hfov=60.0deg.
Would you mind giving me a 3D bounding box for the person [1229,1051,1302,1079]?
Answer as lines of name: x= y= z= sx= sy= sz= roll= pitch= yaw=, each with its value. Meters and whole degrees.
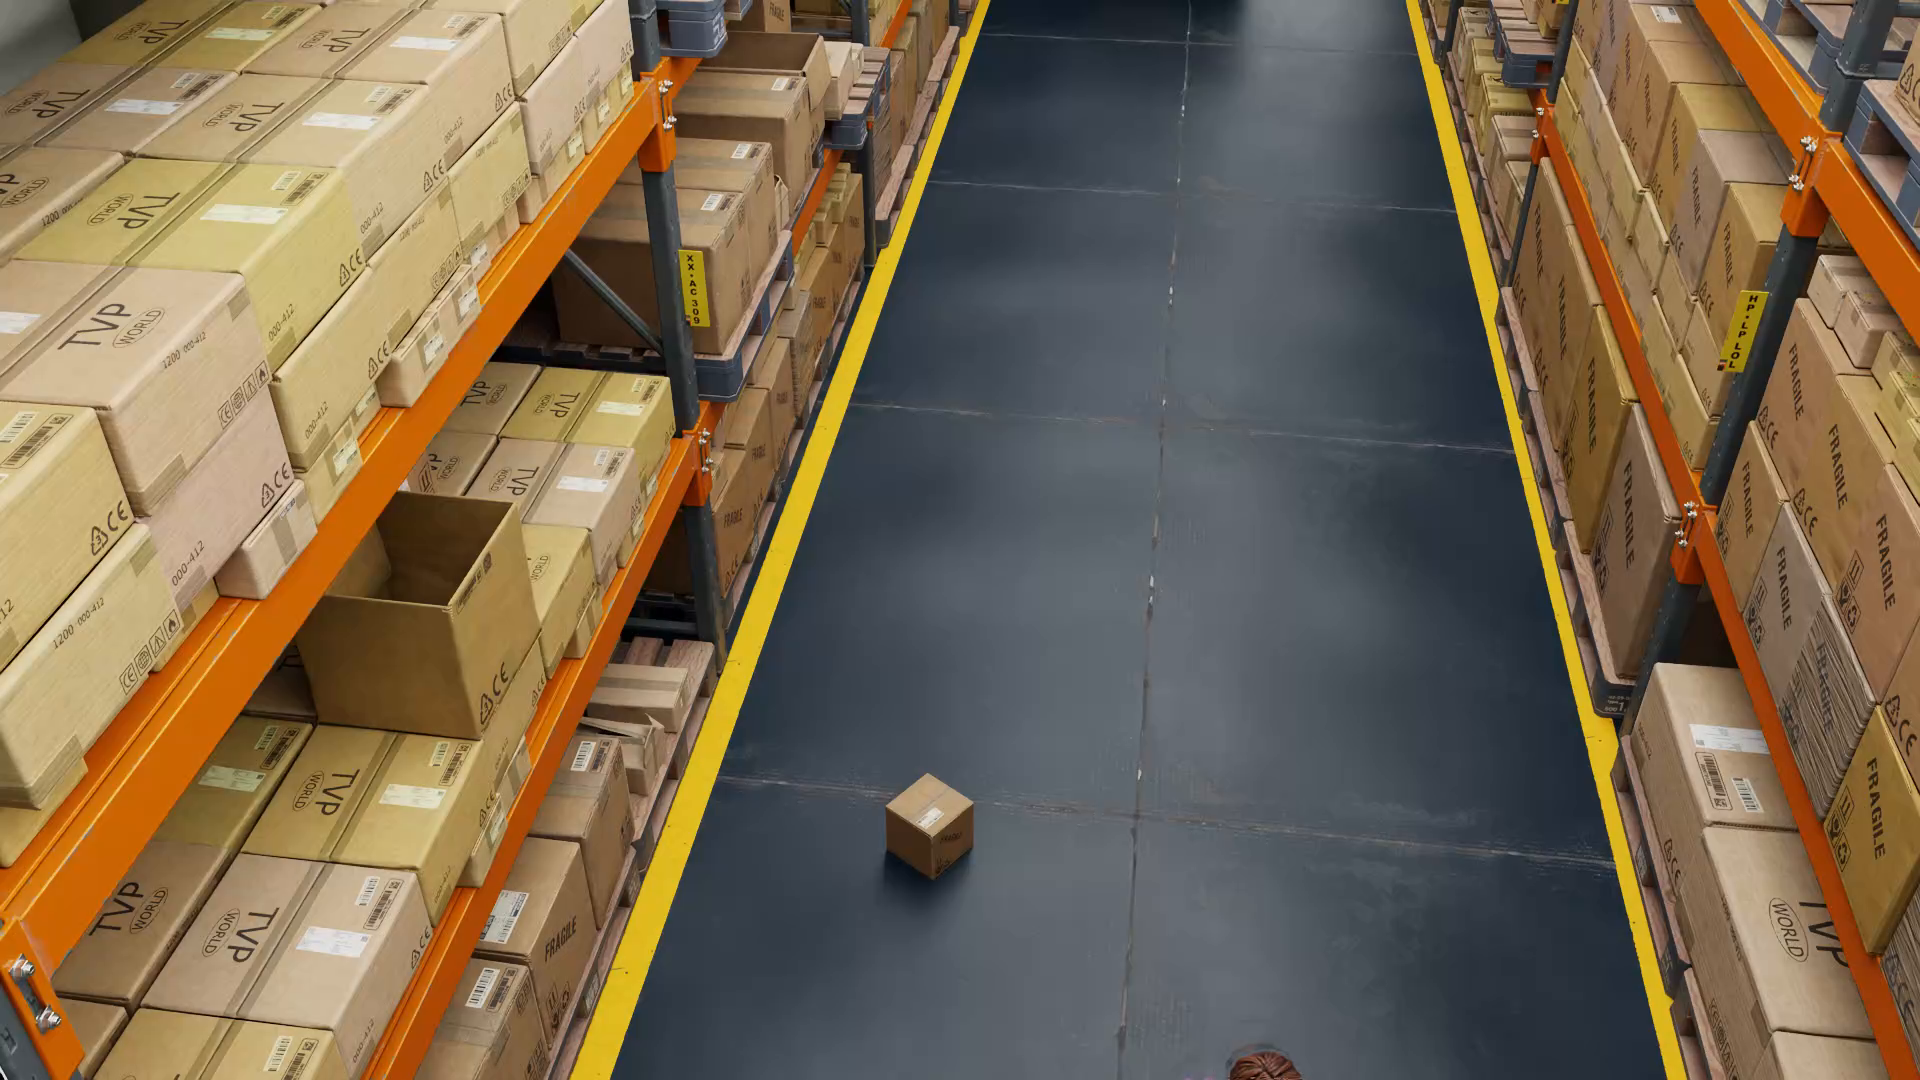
person: x=0.761 y=1.926 z=4.437 sx=0.430 sy=1.626 sz=0.451 roll=-8 pitch=37 yaw=-11
